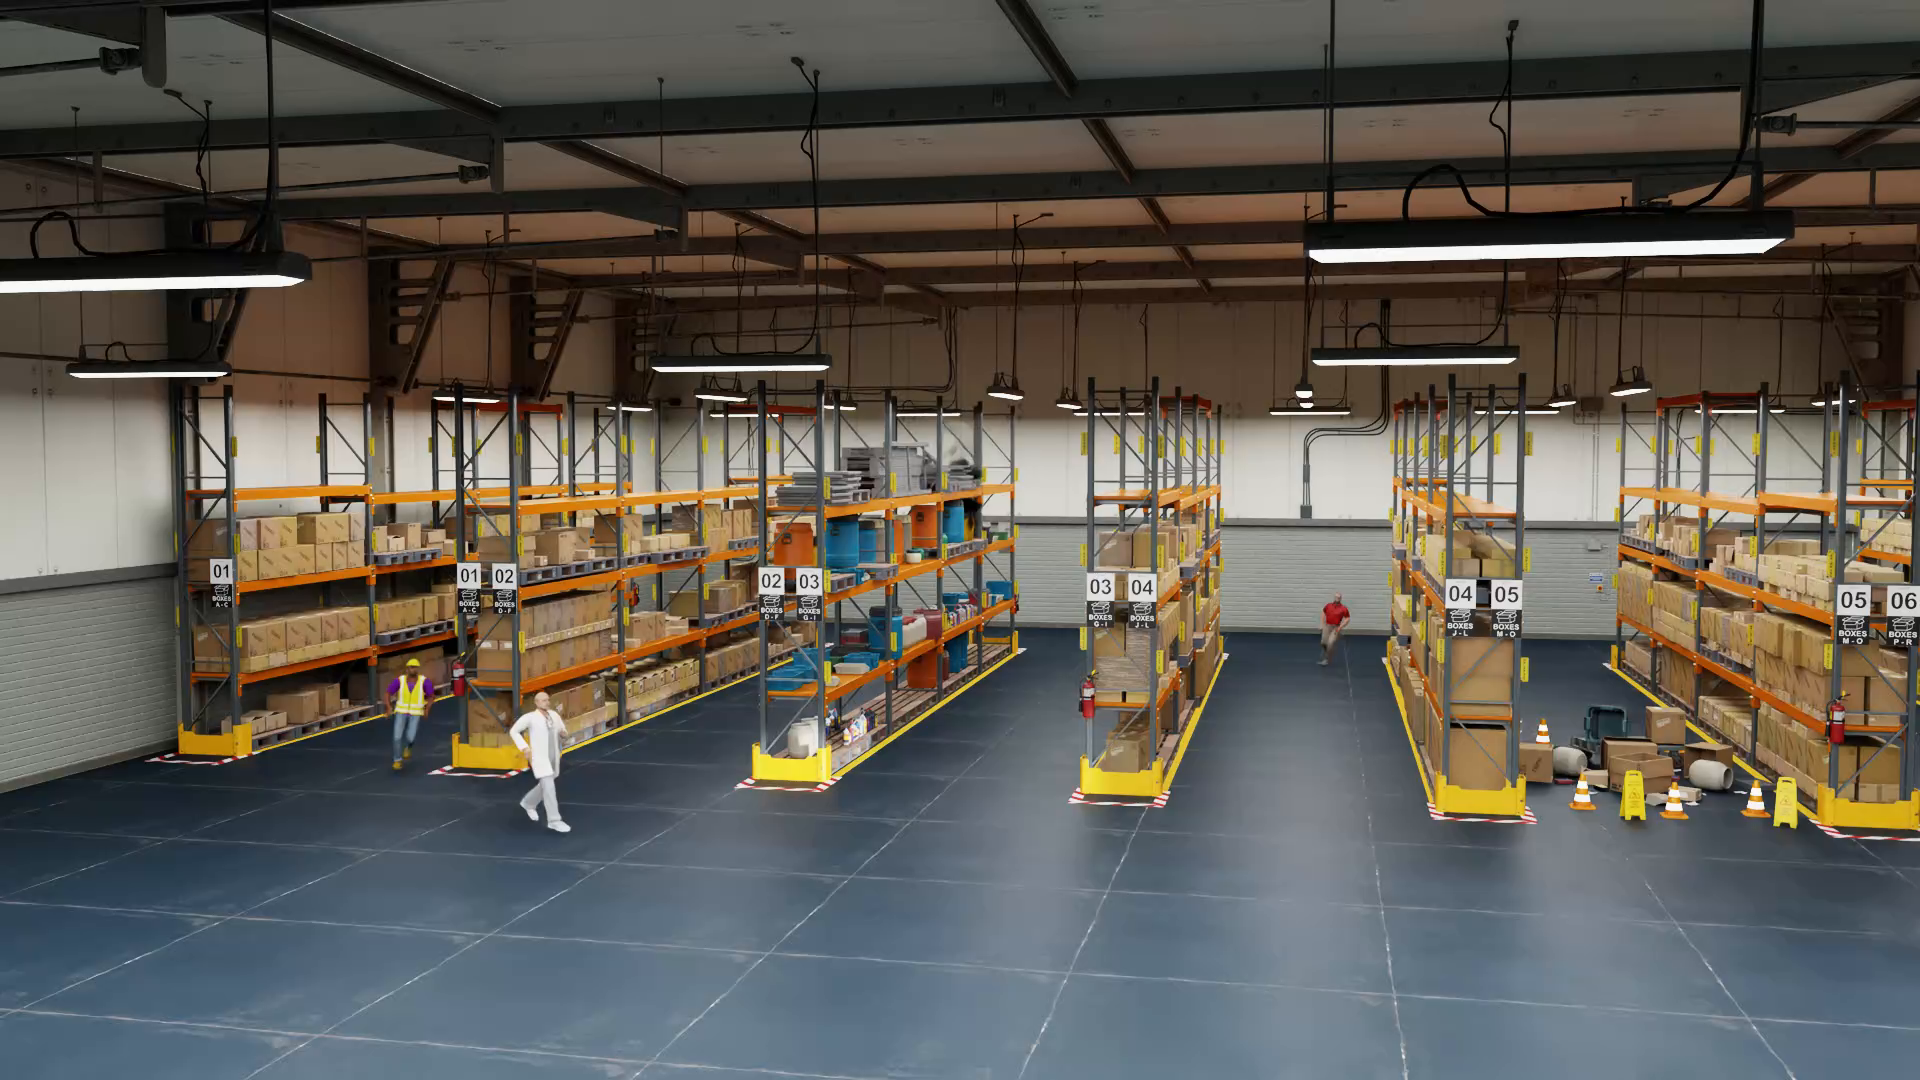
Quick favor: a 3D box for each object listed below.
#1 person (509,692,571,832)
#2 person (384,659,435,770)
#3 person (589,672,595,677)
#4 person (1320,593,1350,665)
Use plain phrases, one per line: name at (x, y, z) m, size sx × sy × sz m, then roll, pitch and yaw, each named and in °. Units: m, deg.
person at (-5.439, 2.867, 21.732) m, size 1.063 × 1.765 × 0.703 m, roll 2°, pitch 4°, yaw 34°
person at (-8.613, 2.710, 26.014) m, size 0.749 × 1.716 × 0.554 m, roll -1°, pitch 3°, yaw -14°
person at (-7.393, 2.326, 33.058) m, size 0.663 × 1.615 × 0.593 m, roll 1°, pitch 3°, yaw 15°
person at (8.586, 2.045, 38.167) m, size 0.697 × 1.646 × 0.552 m, roll 2°, pitch 4°, yaw 29°
